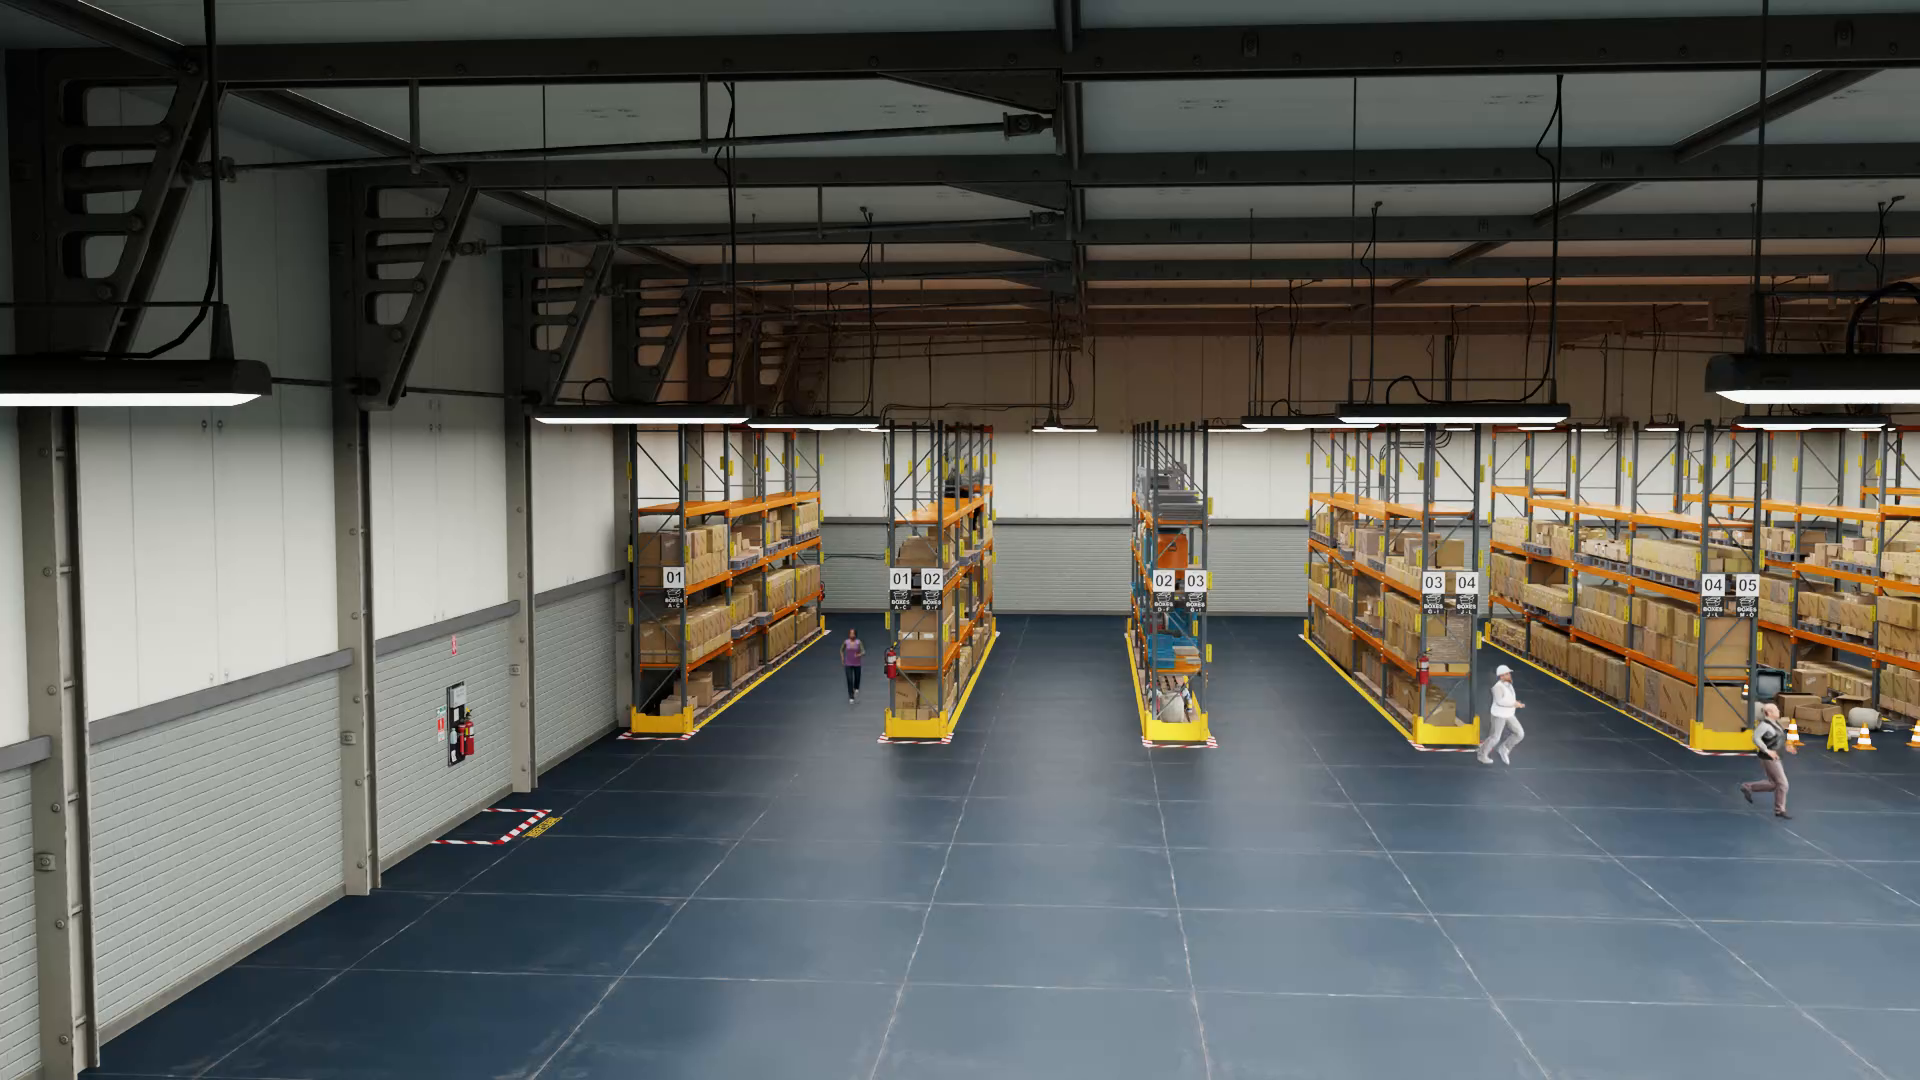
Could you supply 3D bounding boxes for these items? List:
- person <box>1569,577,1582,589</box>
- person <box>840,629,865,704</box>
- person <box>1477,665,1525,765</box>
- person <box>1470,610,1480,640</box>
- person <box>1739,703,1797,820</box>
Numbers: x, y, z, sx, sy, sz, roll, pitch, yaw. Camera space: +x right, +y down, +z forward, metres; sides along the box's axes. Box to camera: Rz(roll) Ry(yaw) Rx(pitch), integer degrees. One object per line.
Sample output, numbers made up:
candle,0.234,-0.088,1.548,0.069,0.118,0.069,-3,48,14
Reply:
person,17.464,1.861,47.271,0.788,1.831,0.665,0,4,6
person,-2.297,2.679,35.508,0.546,1.572,0.834,0,4,-4
person,9.382,3.014,28.691,0.672,1.736,0.837,-3,5,-43
person,13.181,2.164,43.206,0.625,1.699,0.647,1,4,14
person,12.152,3.306,24.967,0.782,1.712,0.662,3,5,39
